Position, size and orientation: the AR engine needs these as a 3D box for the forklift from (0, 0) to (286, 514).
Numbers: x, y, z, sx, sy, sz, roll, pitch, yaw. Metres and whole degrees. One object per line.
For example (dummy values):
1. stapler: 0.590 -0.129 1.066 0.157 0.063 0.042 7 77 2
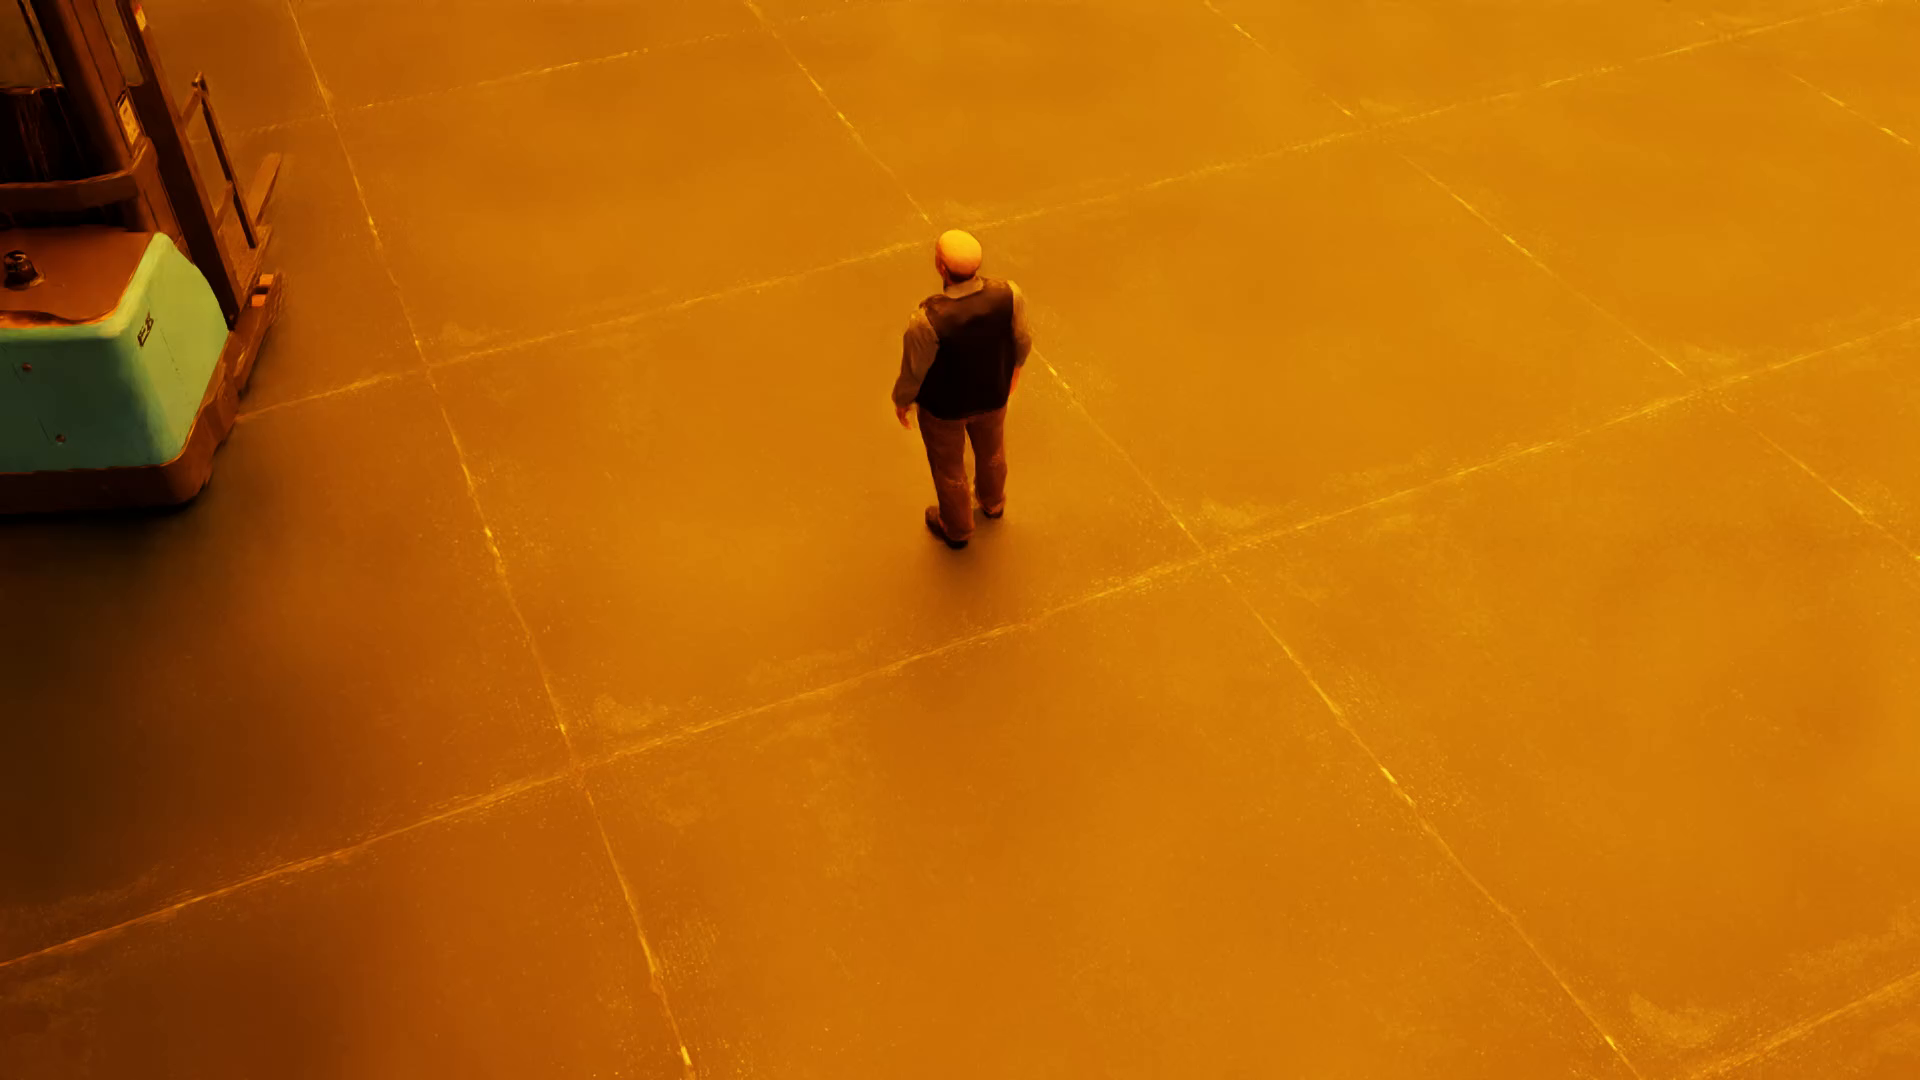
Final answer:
1. forklift: -4.290 -2.190 8.027 1.130 2.935 3.031 -3 43 -4

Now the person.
1. person: -0.019 -0.676 7.280 0.632 1.720 0.567 -18 46 -18
